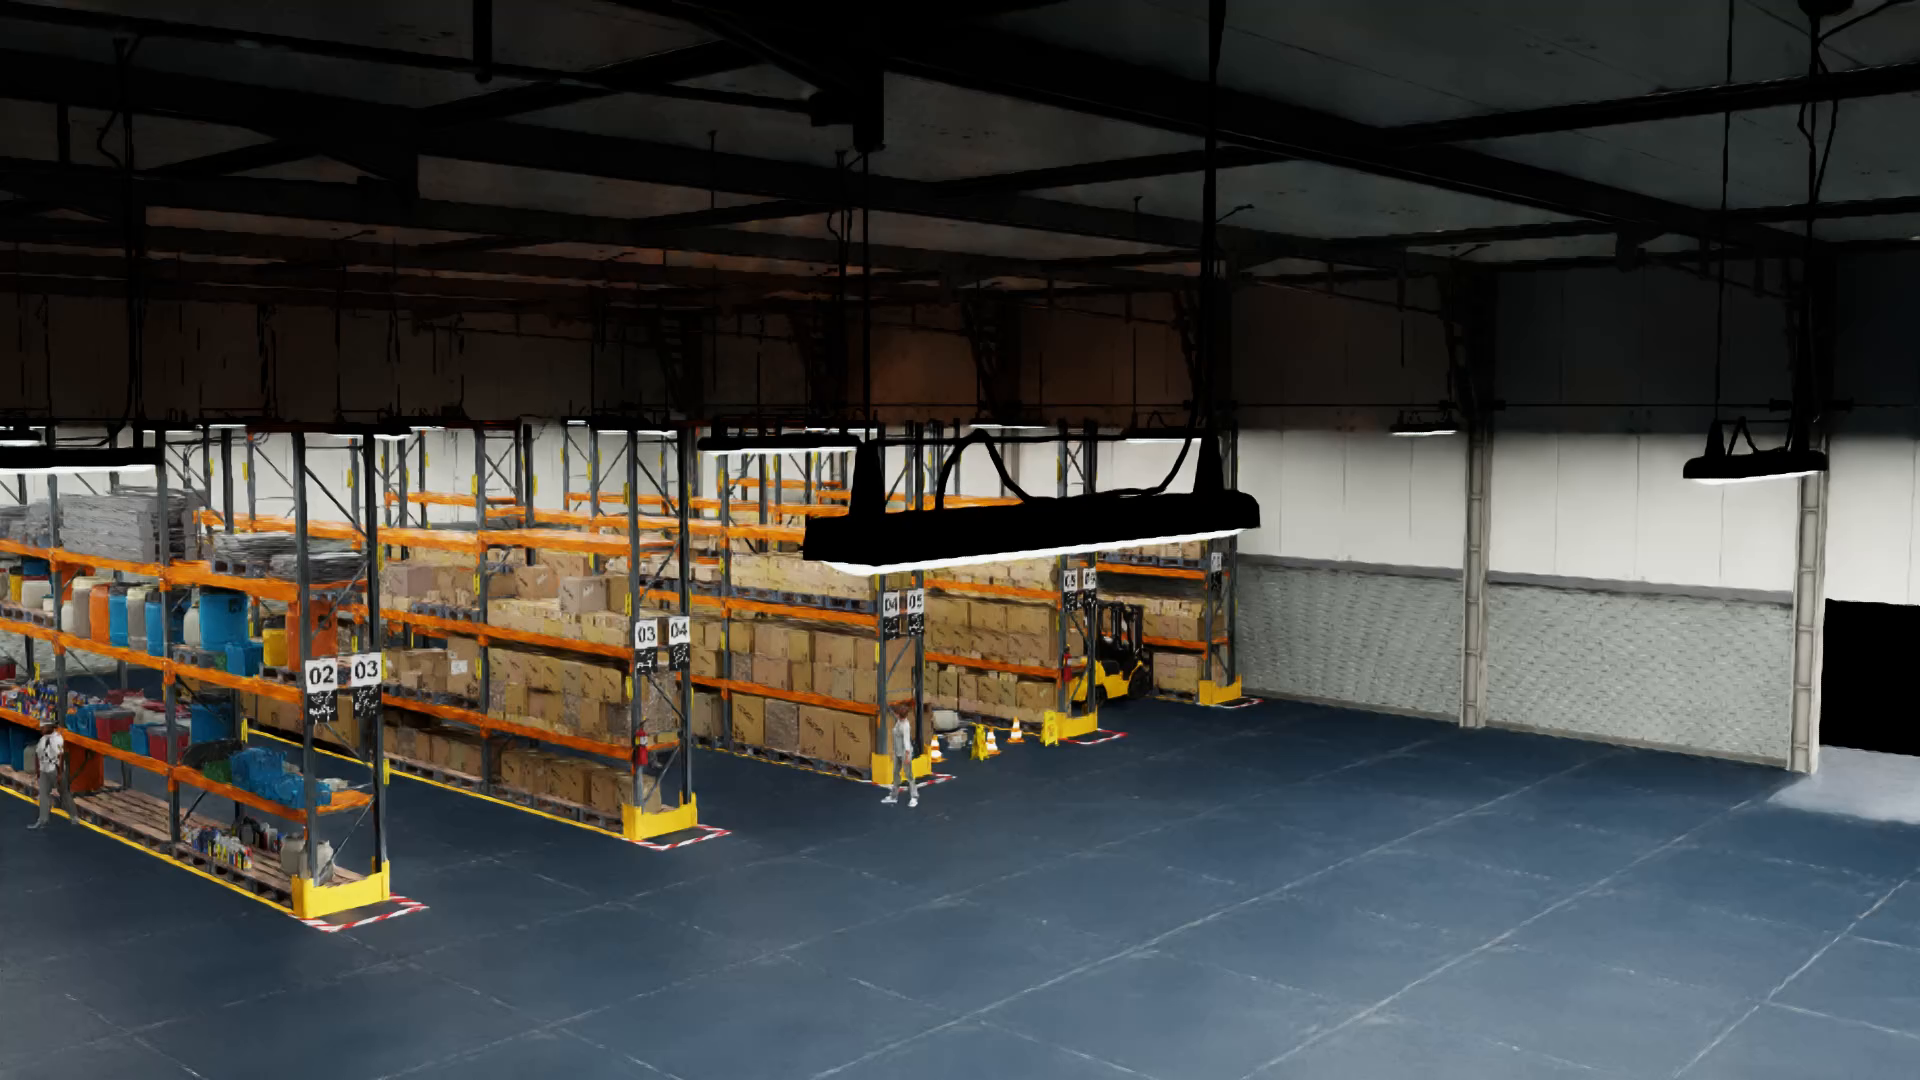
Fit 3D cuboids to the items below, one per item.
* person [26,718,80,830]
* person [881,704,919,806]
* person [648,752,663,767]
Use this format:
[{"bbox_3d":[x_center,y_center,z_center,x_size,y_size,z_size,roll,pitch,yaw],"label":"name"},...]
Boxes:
[{"bbox_3d":[-13.621,3.466,24.893,0.670,1.661,0.641,2,5,23],"label":"person"},{"bbox_3d":[-0.966,3.378,26.281,0.568,1.588,0.607,-2,5,-22],"label":"person"},{"bbox_3d":[-5.360,3.123,29.141,0.482,1.621,0.997,-4,6,-39],"label":"person"}]
